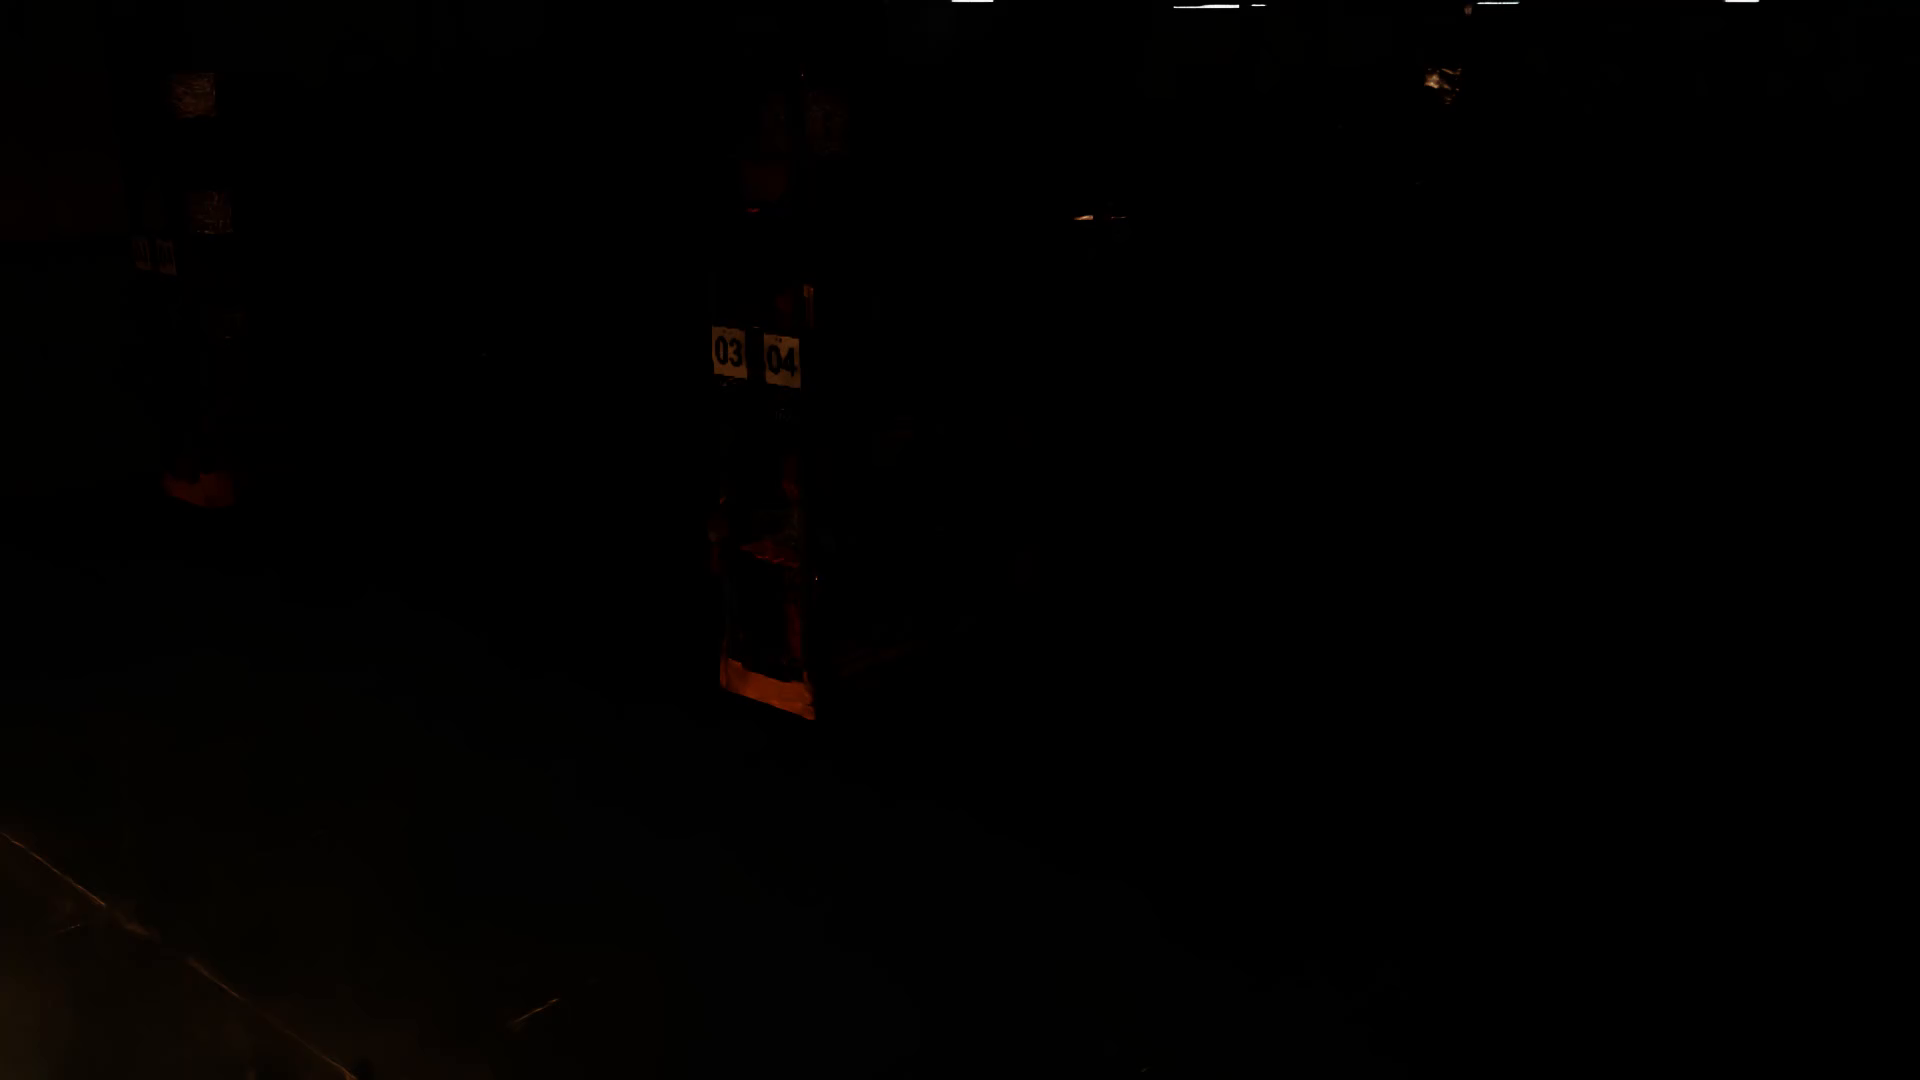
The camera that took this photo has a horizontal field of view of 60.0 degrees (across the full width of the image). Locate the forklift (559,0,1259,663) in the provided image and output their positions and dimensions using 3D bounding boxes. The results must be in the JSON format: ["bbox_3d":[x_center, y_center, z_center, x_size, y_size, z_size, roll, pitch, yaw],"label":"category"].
[{"bbox_3d":[0.182,-1.571,4.072,1.130,2.935,3.031,5,18,17],"label":"forklift"}]
